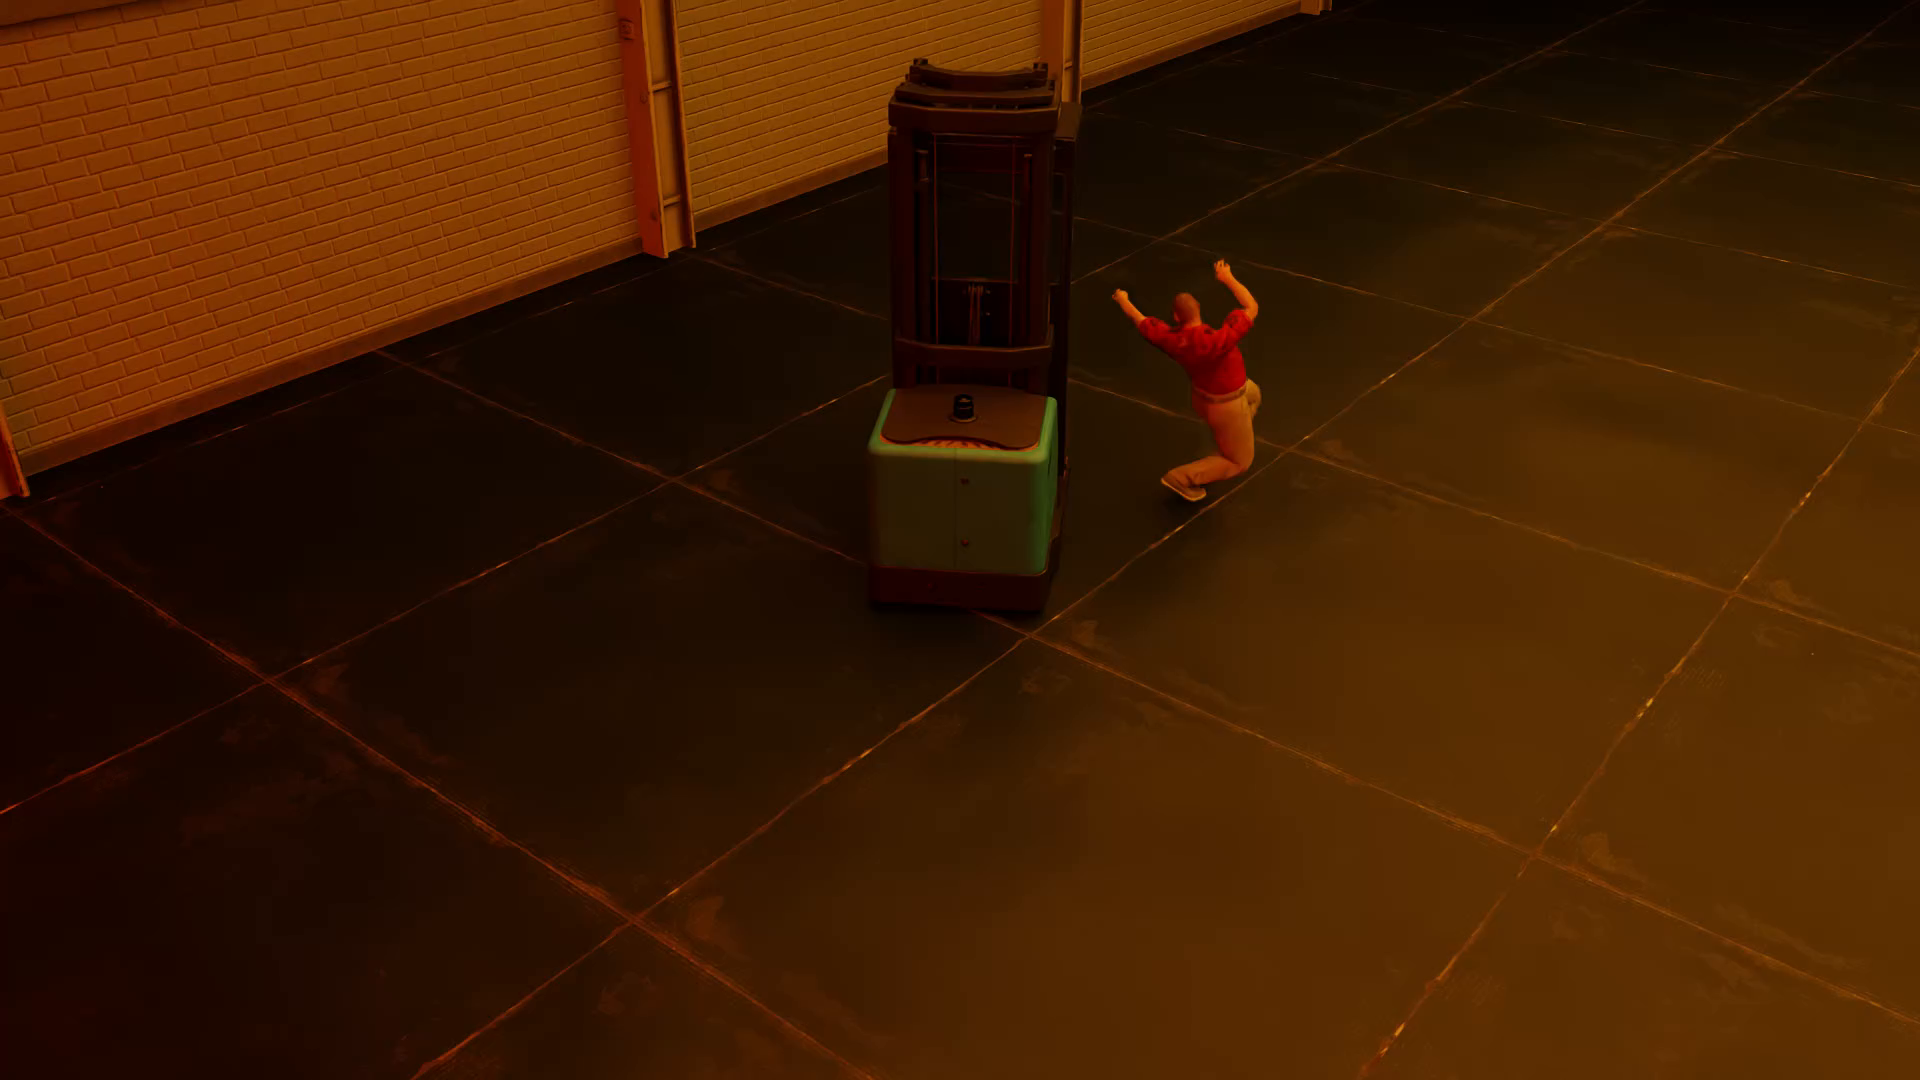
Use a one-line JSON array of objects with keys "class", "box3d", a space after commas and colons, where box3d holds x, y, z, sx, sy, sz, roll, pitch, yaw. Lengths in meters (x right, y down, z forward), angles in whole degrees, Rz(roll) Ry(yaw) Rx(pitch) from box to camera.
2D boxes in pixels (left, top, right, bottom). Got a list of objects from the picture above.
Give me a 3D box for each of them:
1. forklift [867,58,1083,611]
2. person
[{"class": "forklift", "box3d": [0.156, -1.574, 10.288, 1.130, 2.935, 3.031, 4, 30, 6]}, {"class": "person", "box3d": [1.556, -1.116, 10.913, 0.860, 1.601, 1.108, -14, 33, -23]}]
